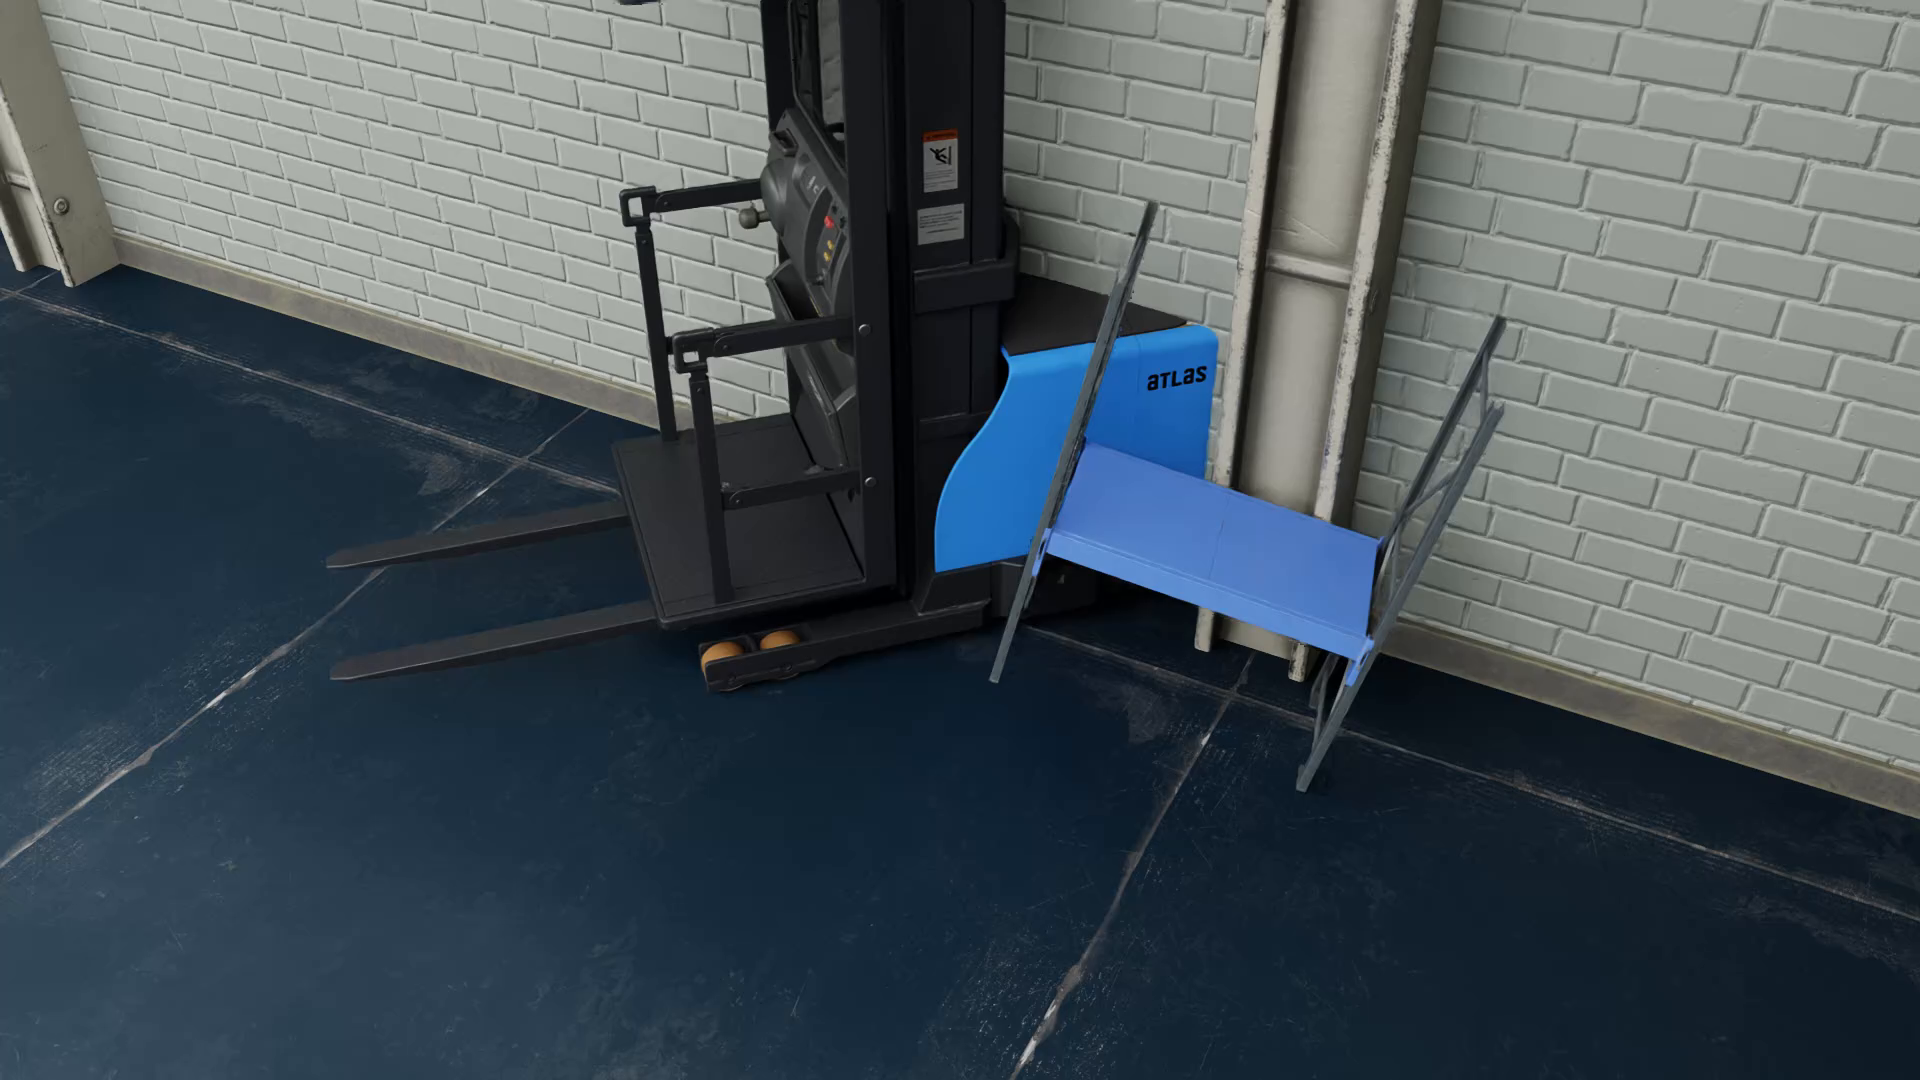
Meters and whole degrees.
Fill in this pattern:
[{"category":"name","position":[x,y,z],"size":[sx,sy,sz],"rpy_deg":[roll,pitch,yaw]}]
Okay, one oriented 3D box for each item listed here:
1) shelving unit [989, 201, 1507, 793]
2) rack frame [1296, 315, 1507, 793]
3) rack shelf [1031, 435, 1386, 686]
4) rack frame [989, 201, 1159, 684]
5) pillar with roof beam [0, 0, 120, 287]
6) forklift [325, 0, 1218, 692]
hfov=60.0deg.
[{"category":"shelving unit","position":[0.806,-0.086,4.947],"size":[1.048,1.500,0.538],"rpy_deg":[19,40,4]},{"category":"rack frame","position":[1.285,0.081,4.908],"size":[0.032,1.500,0.500],"rpy_deg":[19,40,4]},{"category":"rack shelf","position":[0.769,0.048,5.062],"size":[1.000,0.185,0.538],"rpy_deg":[19,40,4]},{"category":"rack frame","position":[0.327,-0.252,4.987],"size":[0.032,1.500,0.500],"rpy_deg":[19,40,4]},{"category":"pillar with roof beam","position":[-6.252,-2.596,2.228],"size":[0.400,9.000,9.100],"rpy_deg":[17,41,21]},{"category":"forklift","position":[-0.669,-1.019,5.168],"size":[3.031,2.935,1.130],"rpy_deg":[-11,39,-14]}]
